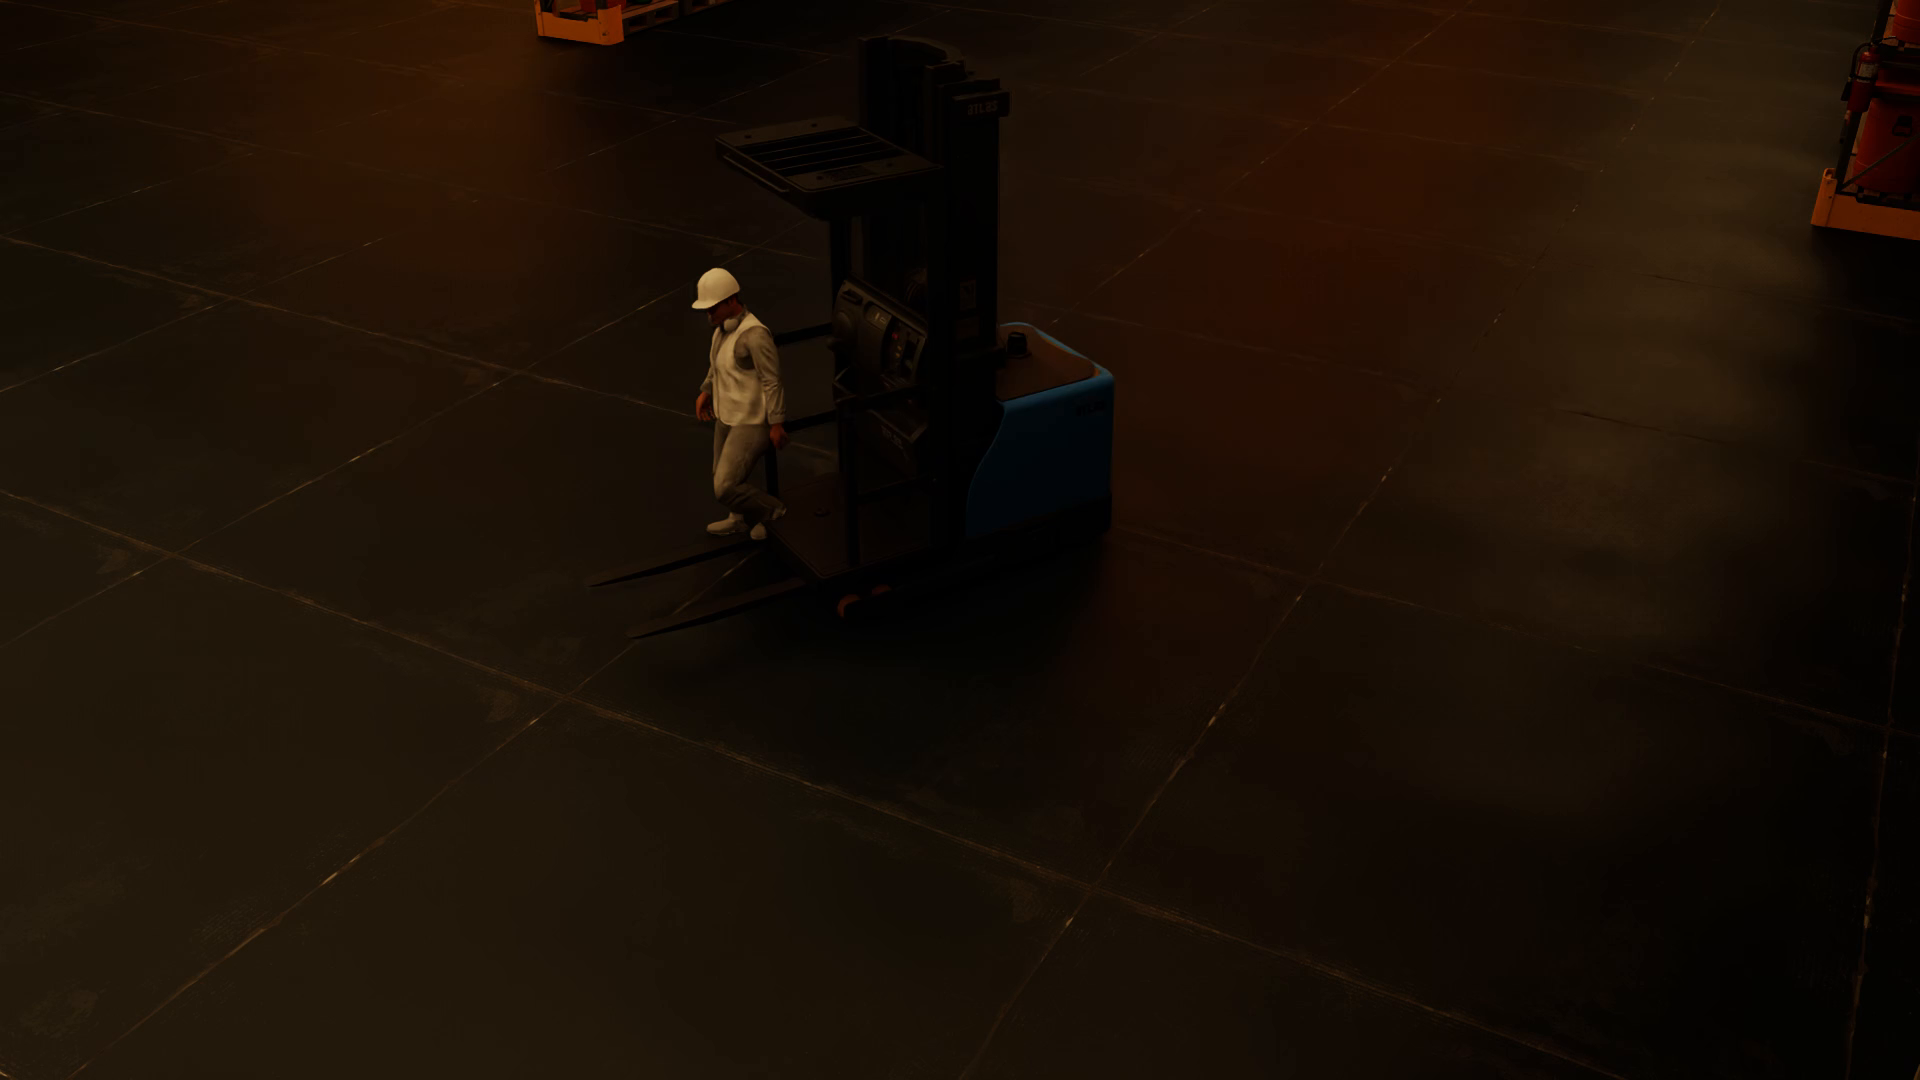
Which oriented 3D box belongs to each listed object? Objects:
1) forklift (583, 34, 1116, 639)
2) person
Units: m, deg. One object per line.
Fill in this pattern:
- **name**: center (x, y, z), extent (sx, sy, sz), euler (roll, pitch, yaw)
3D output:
- **forklift**: center (-0.616, -1.104, 8.984), extent (3.031, 2.935, 1.130), euler (-17, 34, -27)
- **person**: center (-1.296, -0.689, 9.451), extent (0.520, 1.748, 0.811), euler (-17, 34, -27)
